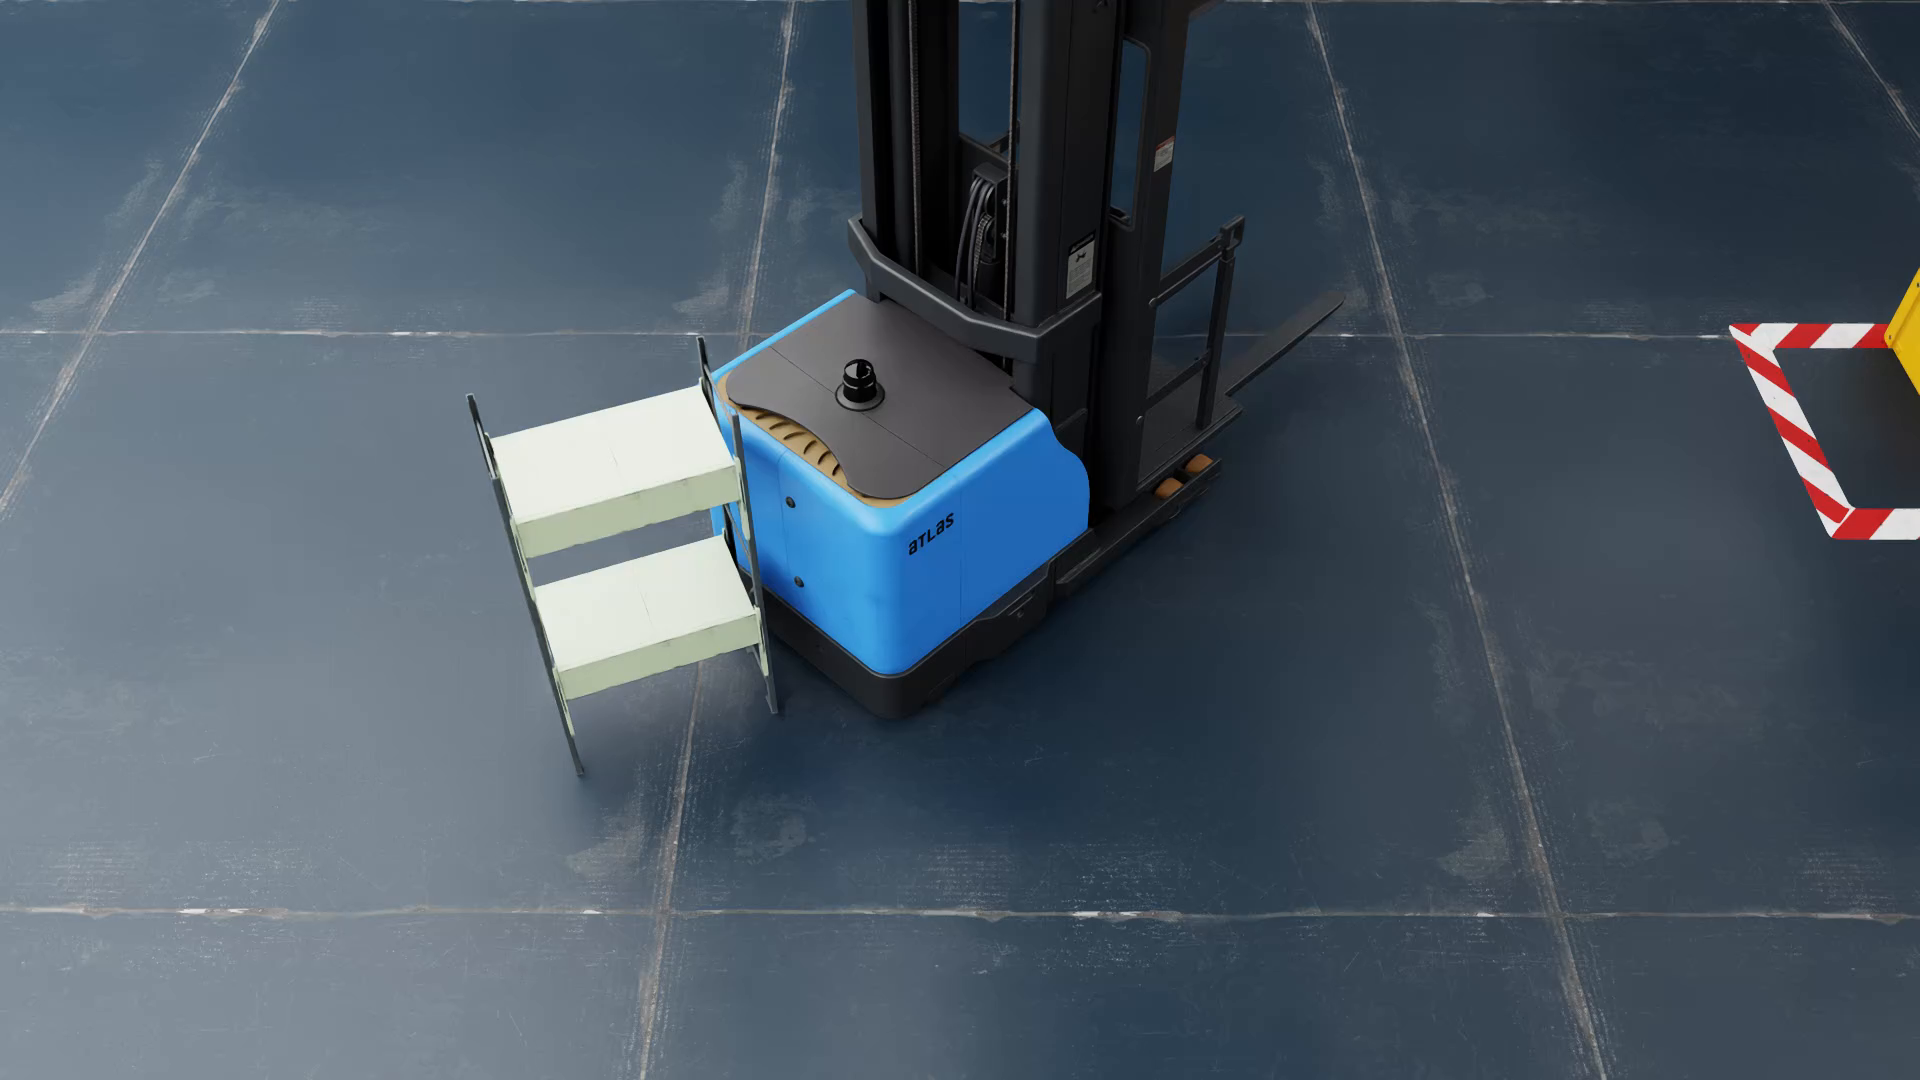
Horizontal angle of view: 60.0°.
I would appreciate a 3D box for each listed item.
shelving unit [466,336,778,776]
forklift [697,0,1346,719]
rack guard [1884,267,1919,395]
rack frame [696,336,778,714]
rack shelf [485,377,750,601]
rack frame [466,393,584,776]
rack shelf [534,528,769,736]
[{"bbox_3d":[-1.097,0.097,5.636,0.755,1.500,0.431,-16,49,-15],"label":"shelving unit"},{"bbox_3d":[0.439,-1.327,5.983,1.130,2.935,3.031,36,56,28],"label":"forklift"},{"bbox_3d":[4.397,-0.706,7.066,0.348,0.500,1.175,0,47,0],"label":"rack guard"},{"bbox_3d":[-0.757,-0.004,5.729,0.023,1.500,0.400,-16,49,-15],"label":"rack frame"},{"bbox_3d":[-1.097,-0.169,5.350,0.720,0.370,0.431,-16,49,-15],"label":"rack shelf"},{"bbox_3d":[-1.436,0.197,5.542,0.023,1.500,0.400,-16,49,-15],"label":"rack frame"},{"bbox_3d":[-1.097,0.319,5.874,0.720,0.370,0.431,-16,49,-15],"label":"rack shelf"}]
